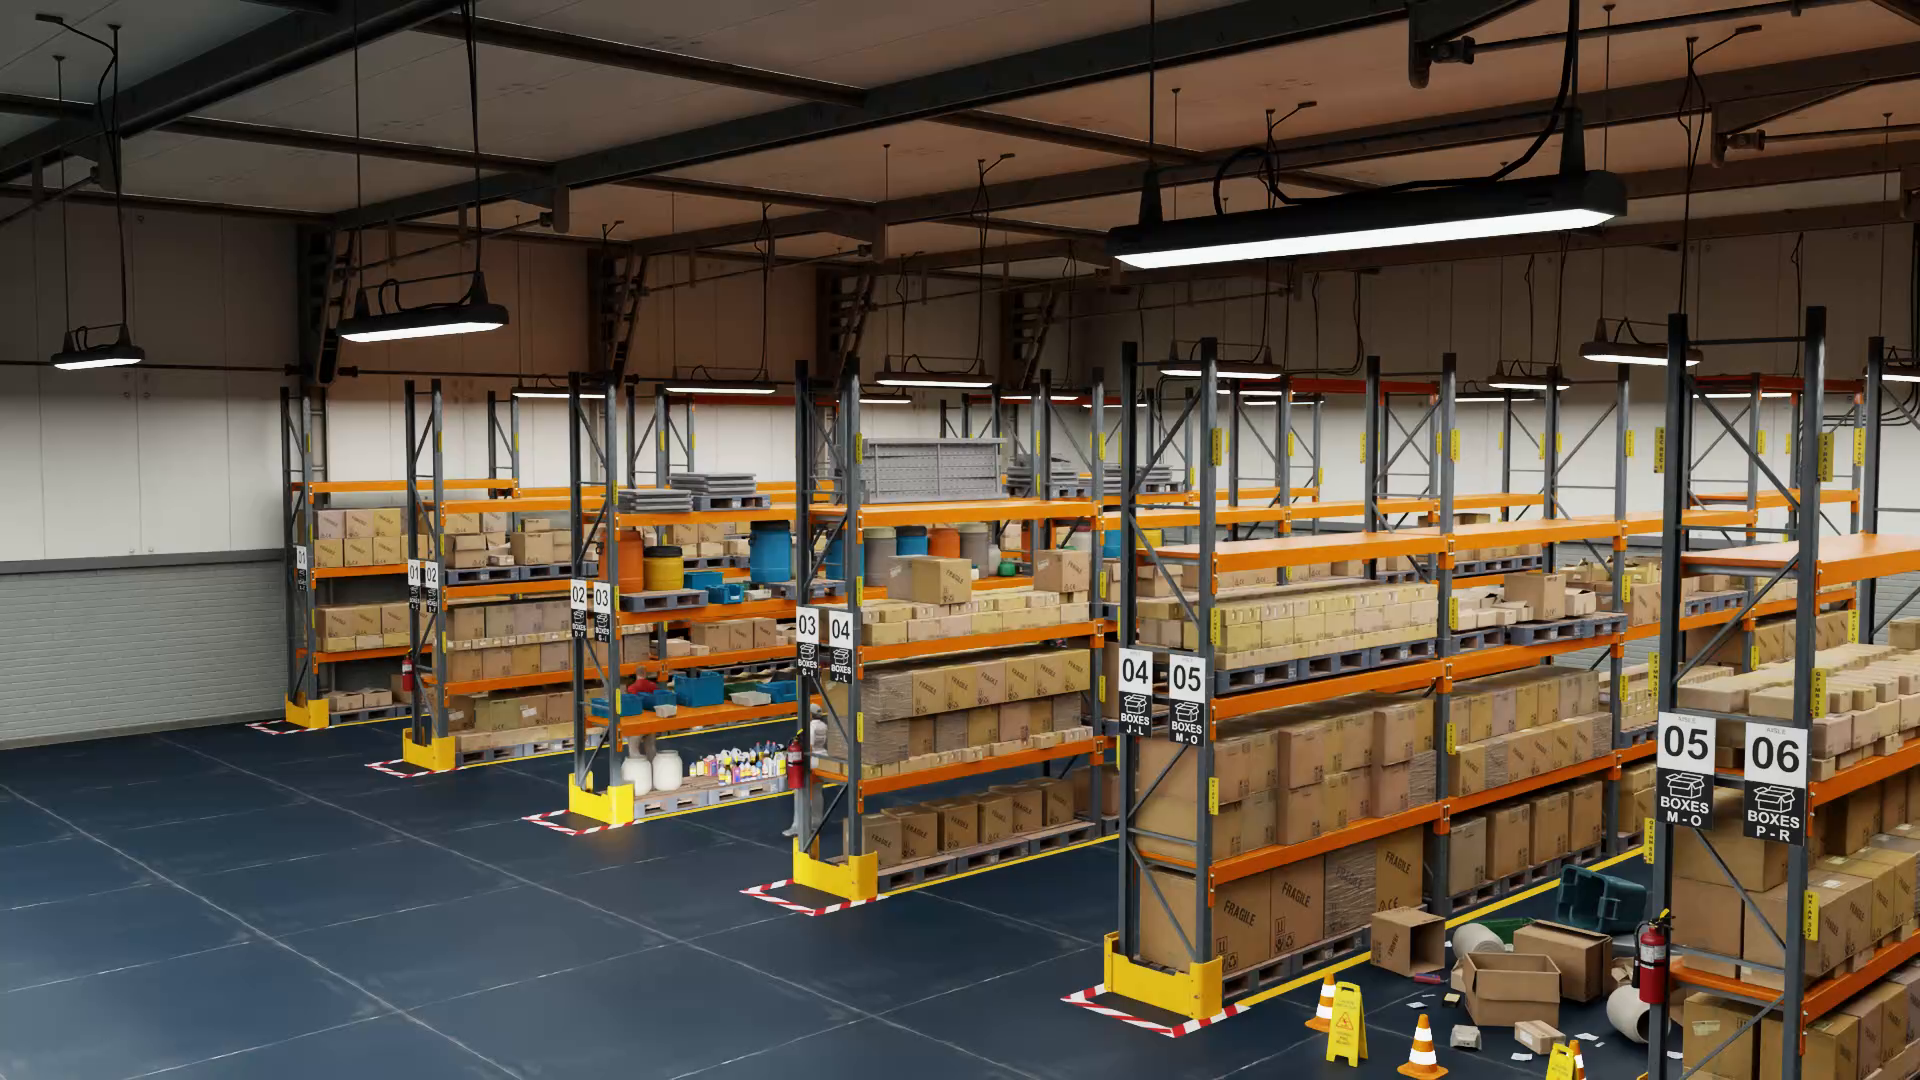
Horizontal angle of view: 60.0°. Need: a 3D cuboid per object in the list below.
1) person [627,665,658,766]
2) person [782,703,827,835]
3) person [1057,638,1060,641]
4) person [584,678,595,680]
[{"bbox_3d":[-4.742,2.714,24.740,0.414,1.733,0.579,3,5,43],"label":"person"},{"bbox_3d":[-1.978,2.959,21.556,0.452,1.682,0.620,2,4,25],"label":"person"},{"bbox_3d":[2.704,1.691,40.549,0.595,1.738,0.677,-3,5,-39],"label":"person"},{"bbox_3d":[-6.475,2.395,29.728,0.587,1.804,0.456,-3,5,-37],"label":"person"}]
